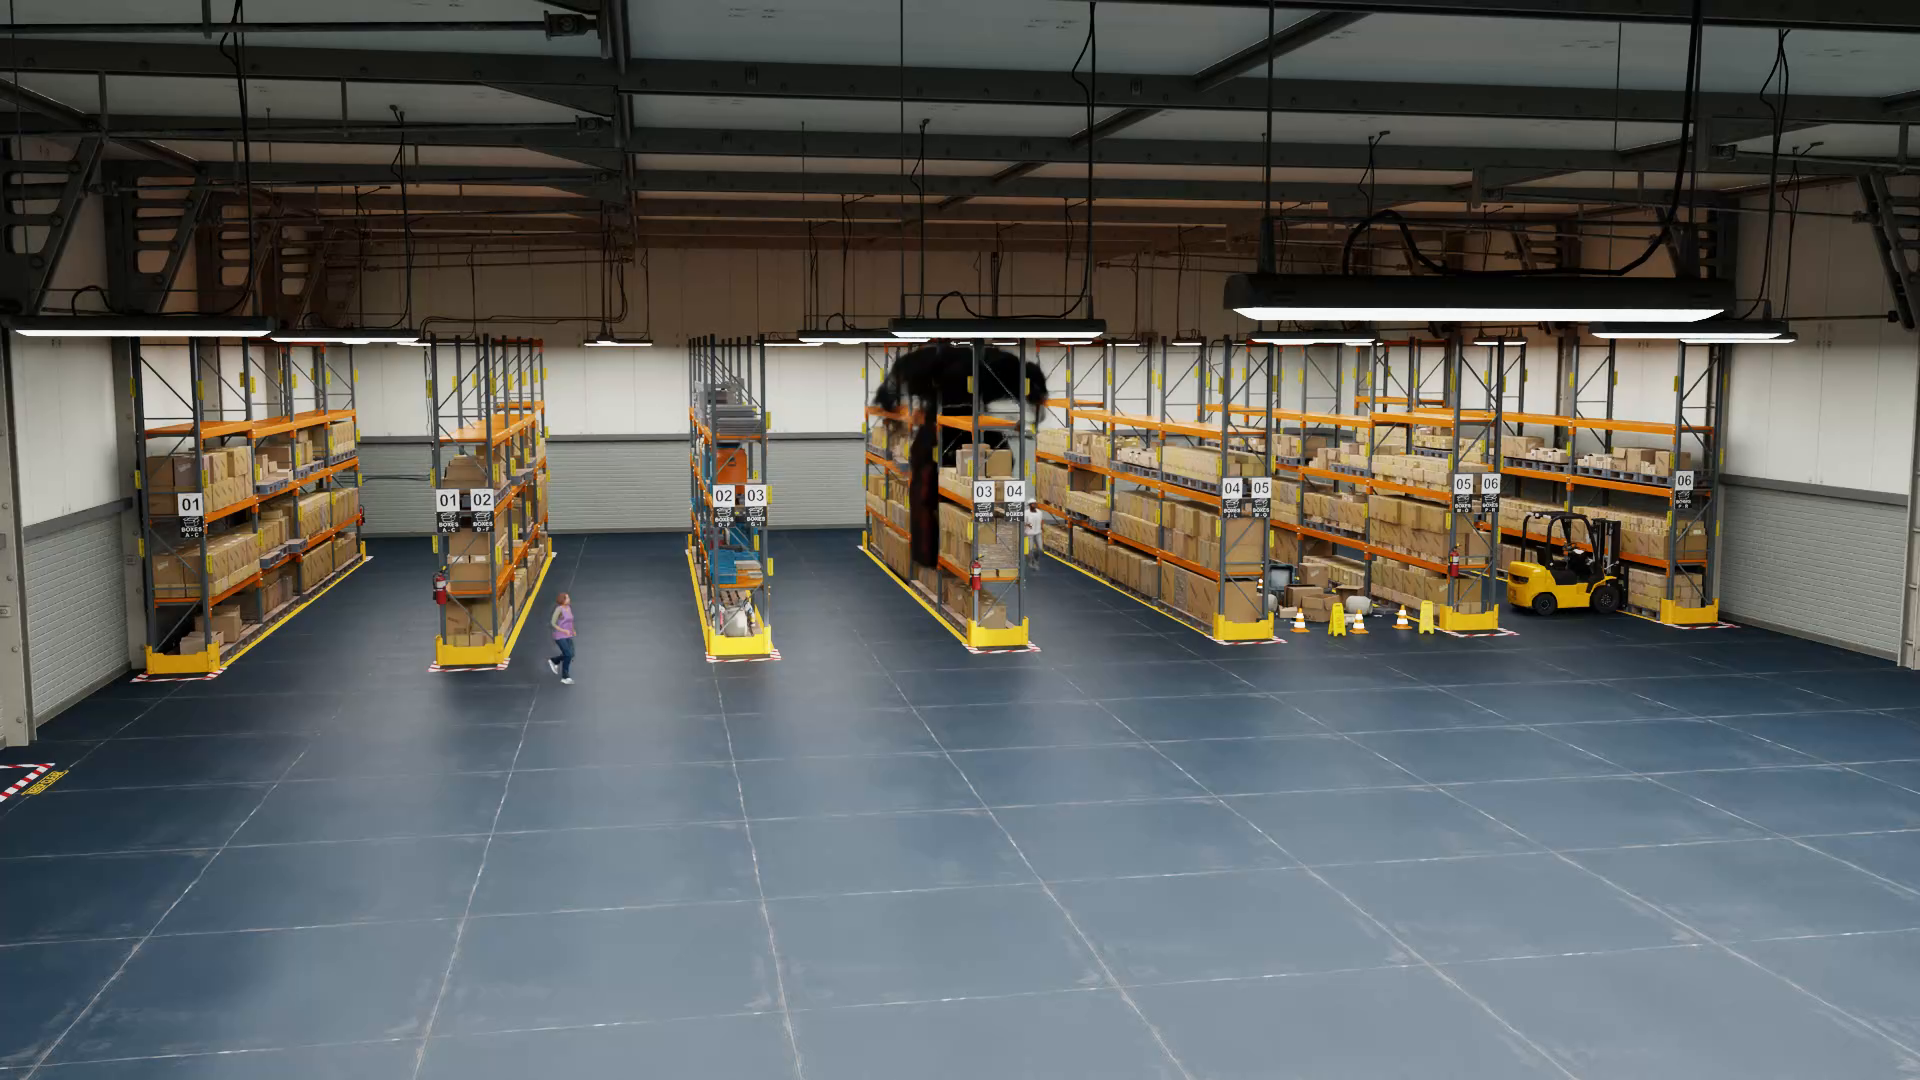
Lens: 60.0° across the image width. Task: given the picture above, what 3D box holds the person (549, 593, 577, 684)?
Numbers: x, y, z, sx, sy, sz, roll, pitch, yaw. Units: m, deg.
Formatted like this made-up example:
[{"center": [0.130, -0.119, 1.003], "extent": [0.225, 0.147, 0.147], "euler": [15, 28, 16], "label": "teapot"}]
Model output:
[{"center": [-6.883, 1.693, 28.609], "extent": [0.591, 1.585, 0.531], "euler": [2, 7, 18], "label": "person"}]

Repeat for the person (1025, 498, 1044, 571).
[{"center": [1.844, -0.125, 41.190], "extent": [0.681, 1.810, 0.622], "euler": [-2, 7, -20], "label": "person"}]
